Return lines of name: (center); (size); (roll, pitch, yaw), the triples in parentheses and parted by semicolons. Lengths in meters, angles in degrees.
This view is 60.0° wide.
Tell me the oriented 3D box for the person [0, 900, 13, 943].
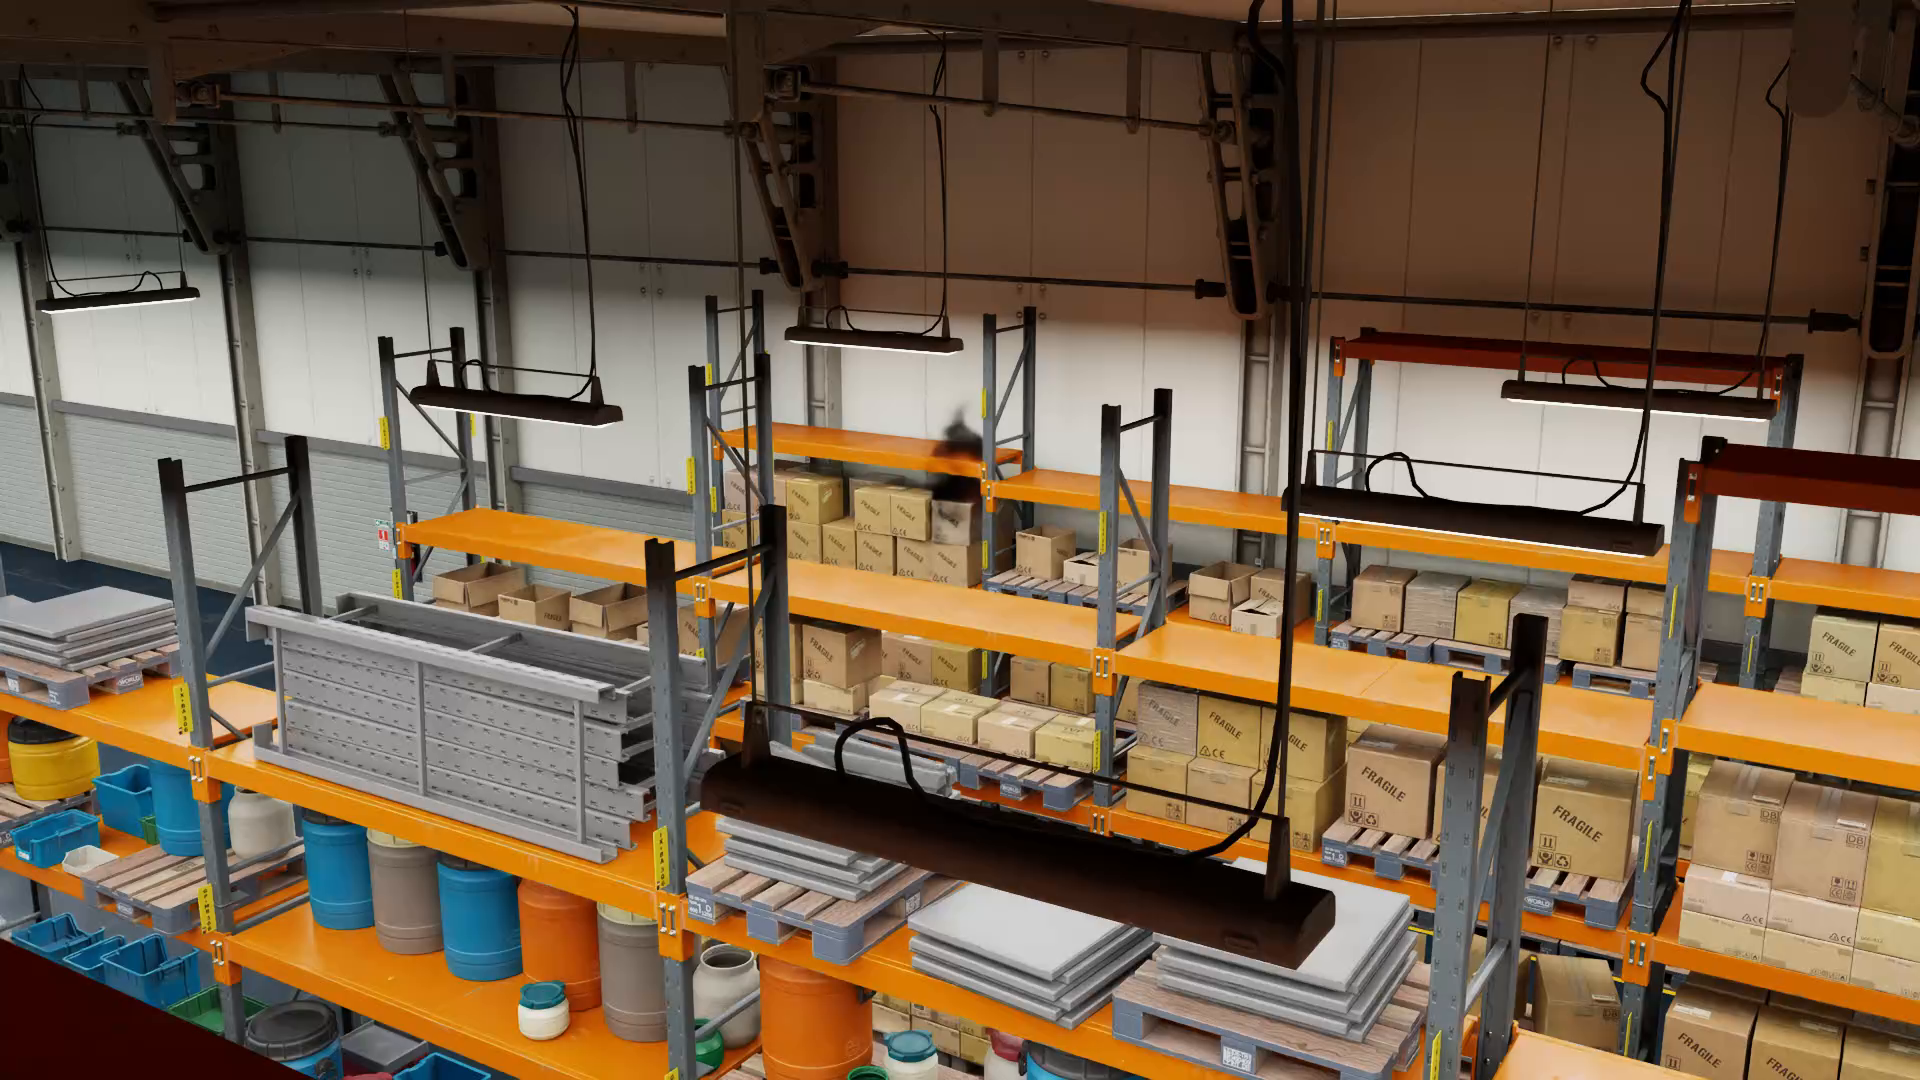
person: (-8.784, 3.667, 15.113); (0.819, 1.576, 0.564); (-2, 14, -6)
